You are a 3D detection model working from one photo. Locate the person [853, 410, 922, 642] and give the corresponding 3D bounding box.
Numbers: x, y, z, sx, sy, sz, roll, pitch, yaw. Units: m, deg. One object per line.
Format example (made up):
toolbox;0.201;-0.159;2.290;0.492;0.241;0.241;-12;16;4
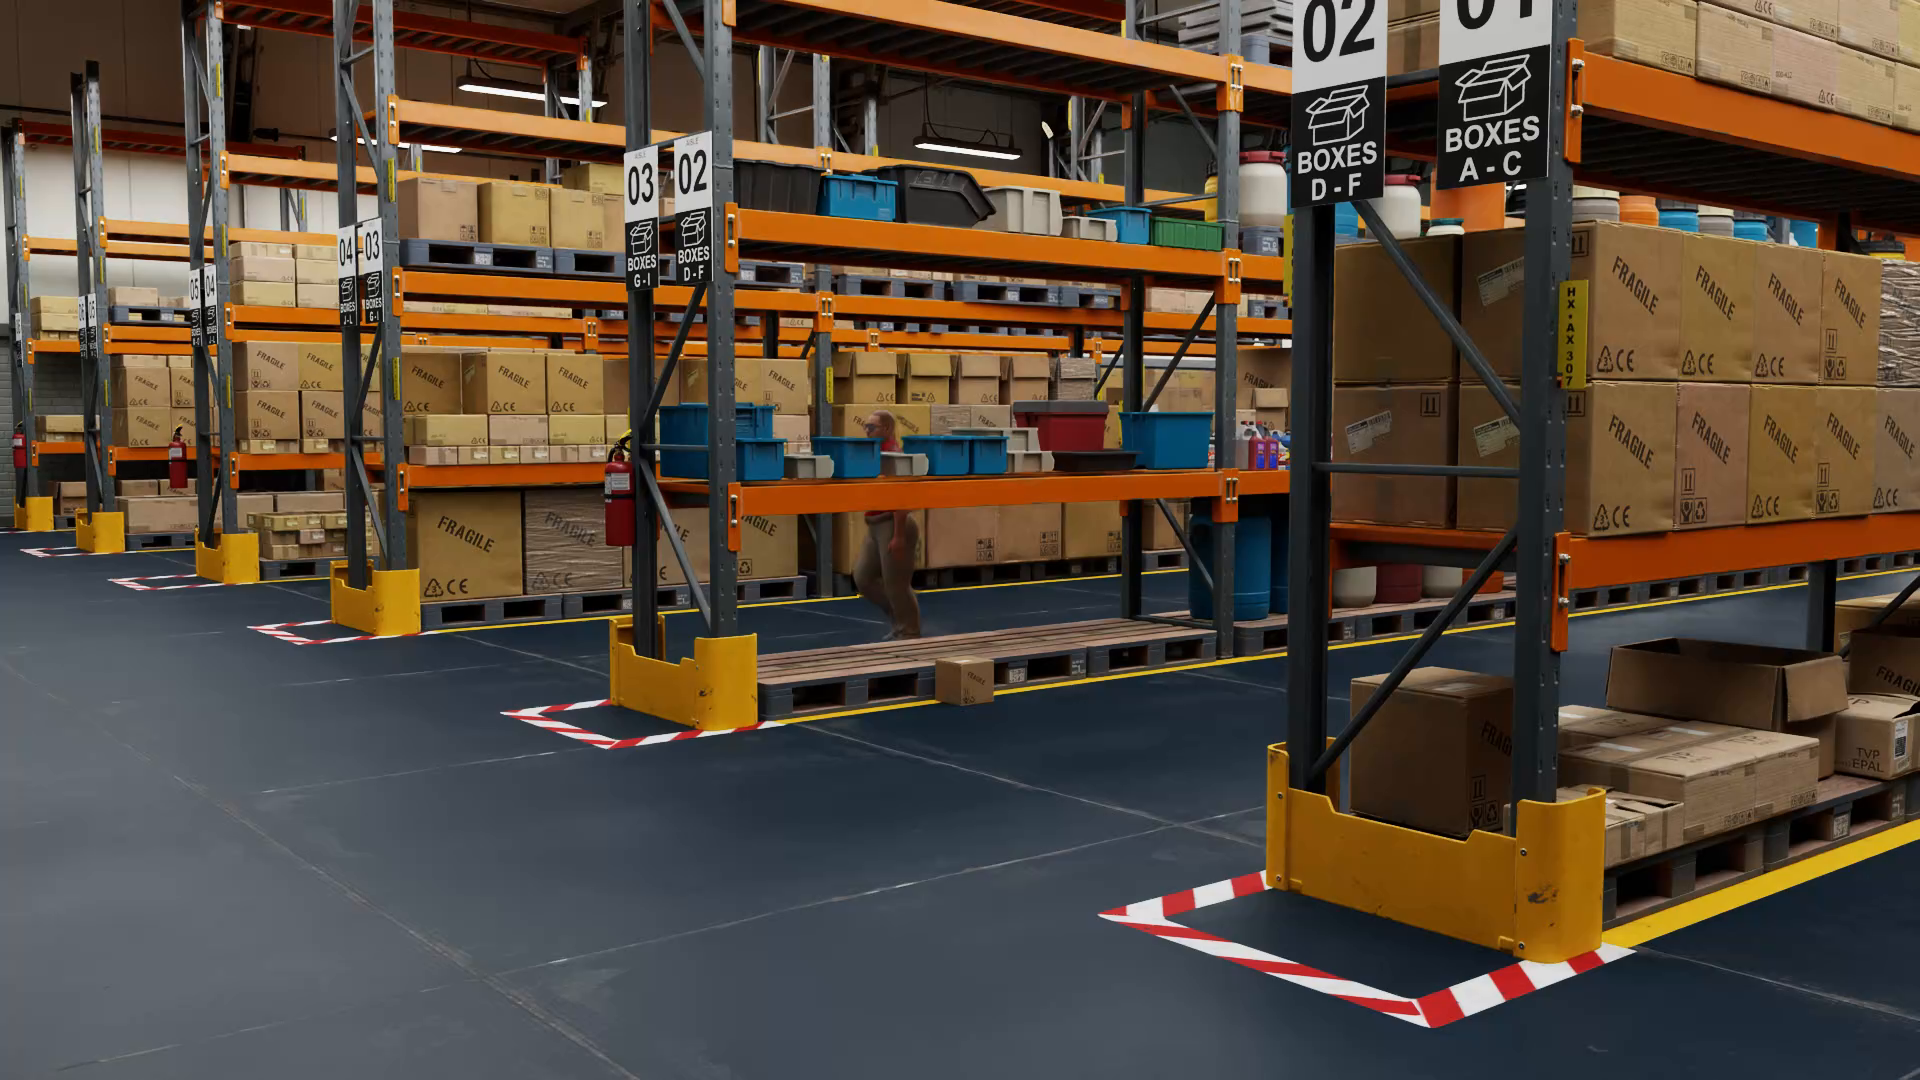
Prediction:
person;-0.462;-0.048;11.571;0.467;1.714;0.584;-1;4;-18
